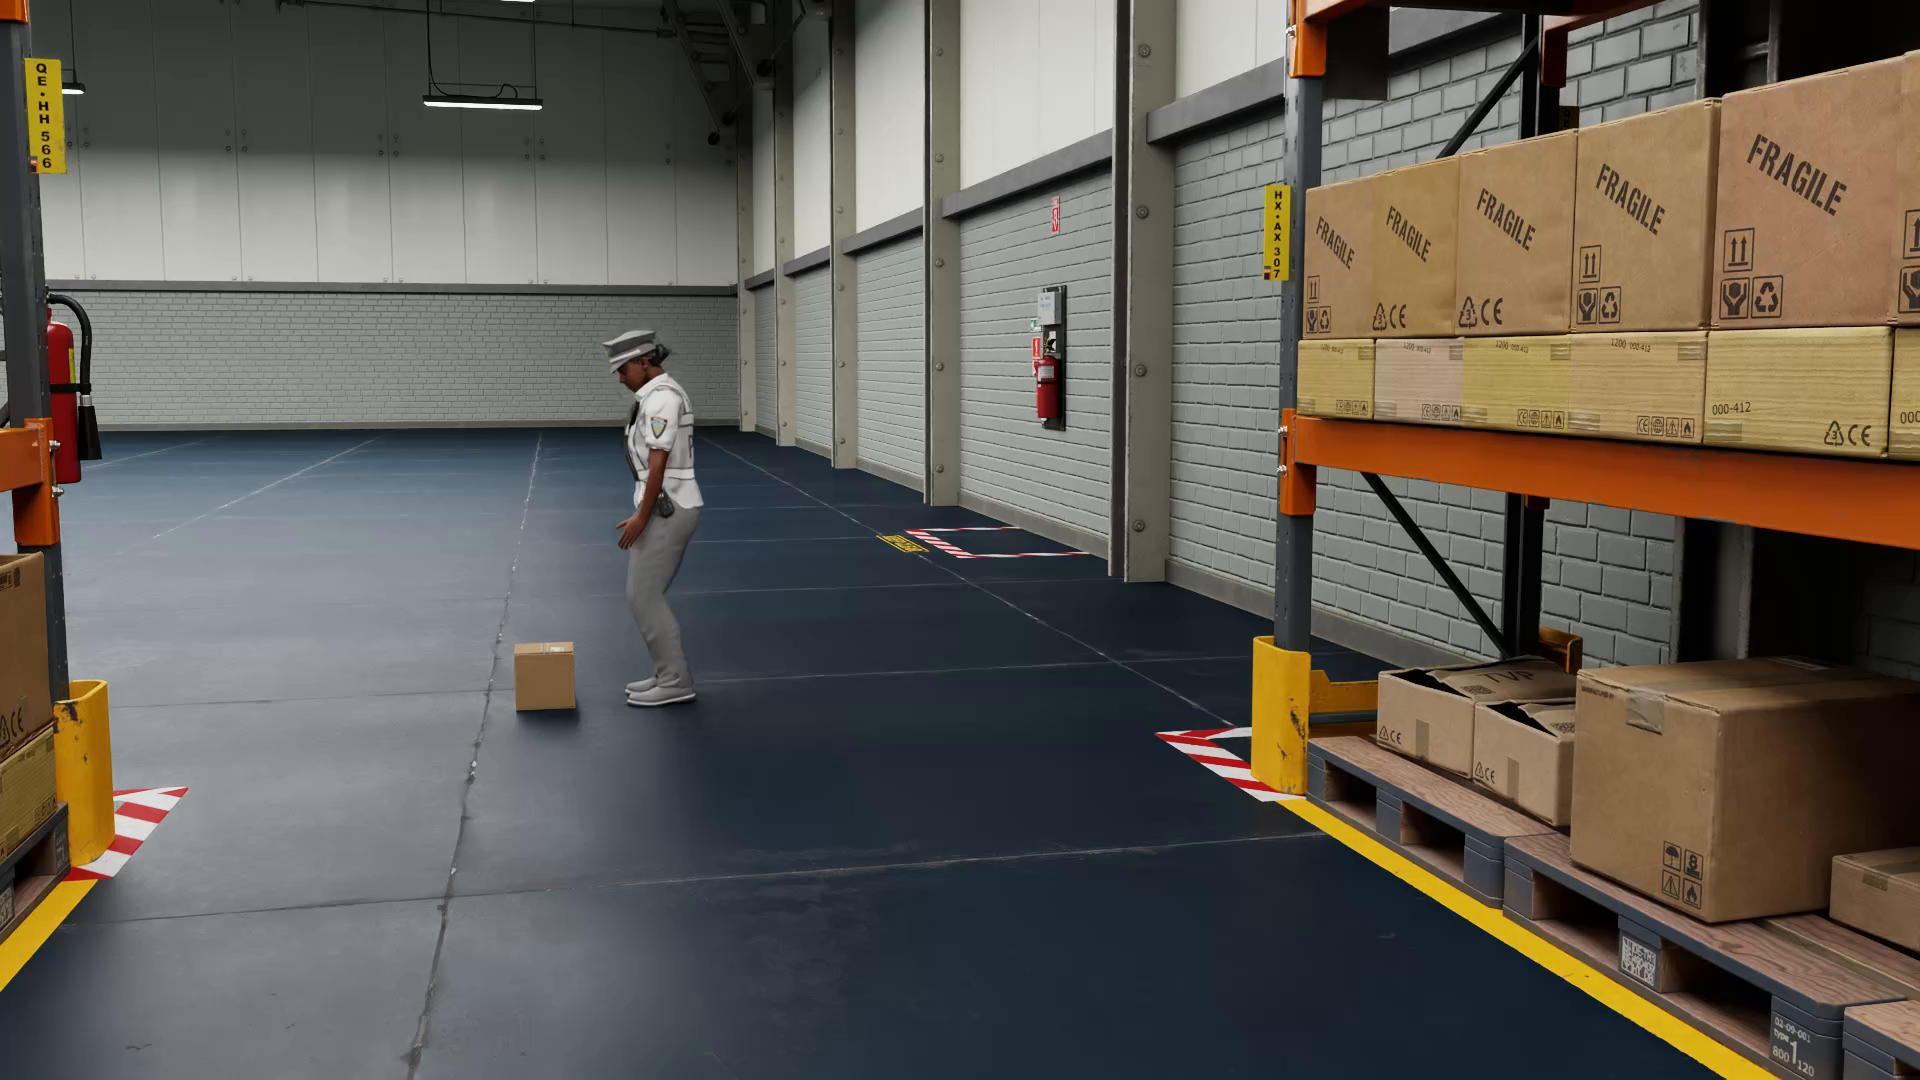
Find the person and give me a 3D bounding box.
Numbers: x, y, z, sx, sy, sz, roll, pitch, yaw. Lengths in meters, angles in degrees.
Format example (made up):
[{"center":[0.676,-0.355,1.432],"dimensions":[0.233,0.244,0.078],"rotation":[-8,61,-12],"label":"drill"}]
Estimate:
[{"center":[-1.334,-0.096,7.269],"dimensions":[0.425,1.631,0.453],"rotation":[-1,6,-12],"label":"person"}]
